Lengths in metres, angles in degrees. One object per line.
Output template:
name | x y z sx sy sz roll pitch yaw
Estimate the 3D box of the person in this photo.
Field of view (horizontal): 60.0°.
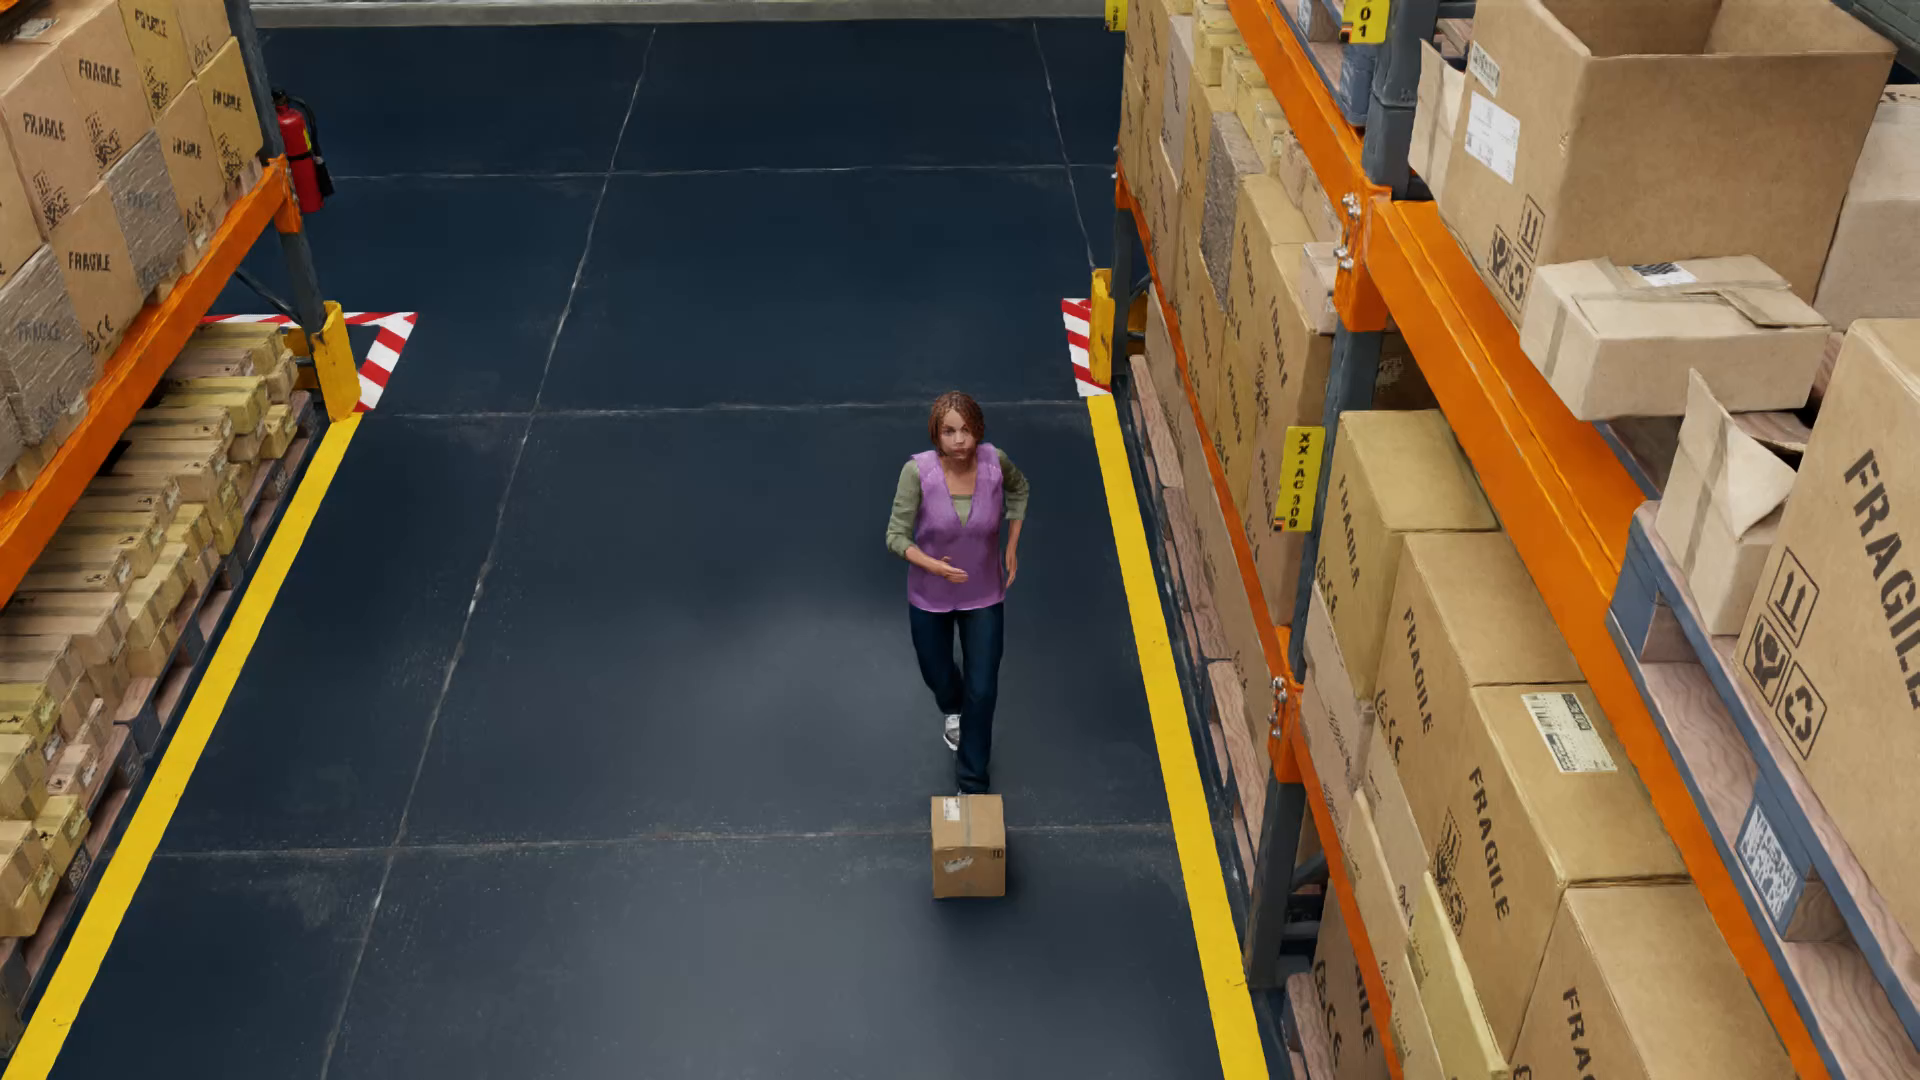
person | -0.005 0.250 5.805 0.502 1.562 0.755 0 36 0
